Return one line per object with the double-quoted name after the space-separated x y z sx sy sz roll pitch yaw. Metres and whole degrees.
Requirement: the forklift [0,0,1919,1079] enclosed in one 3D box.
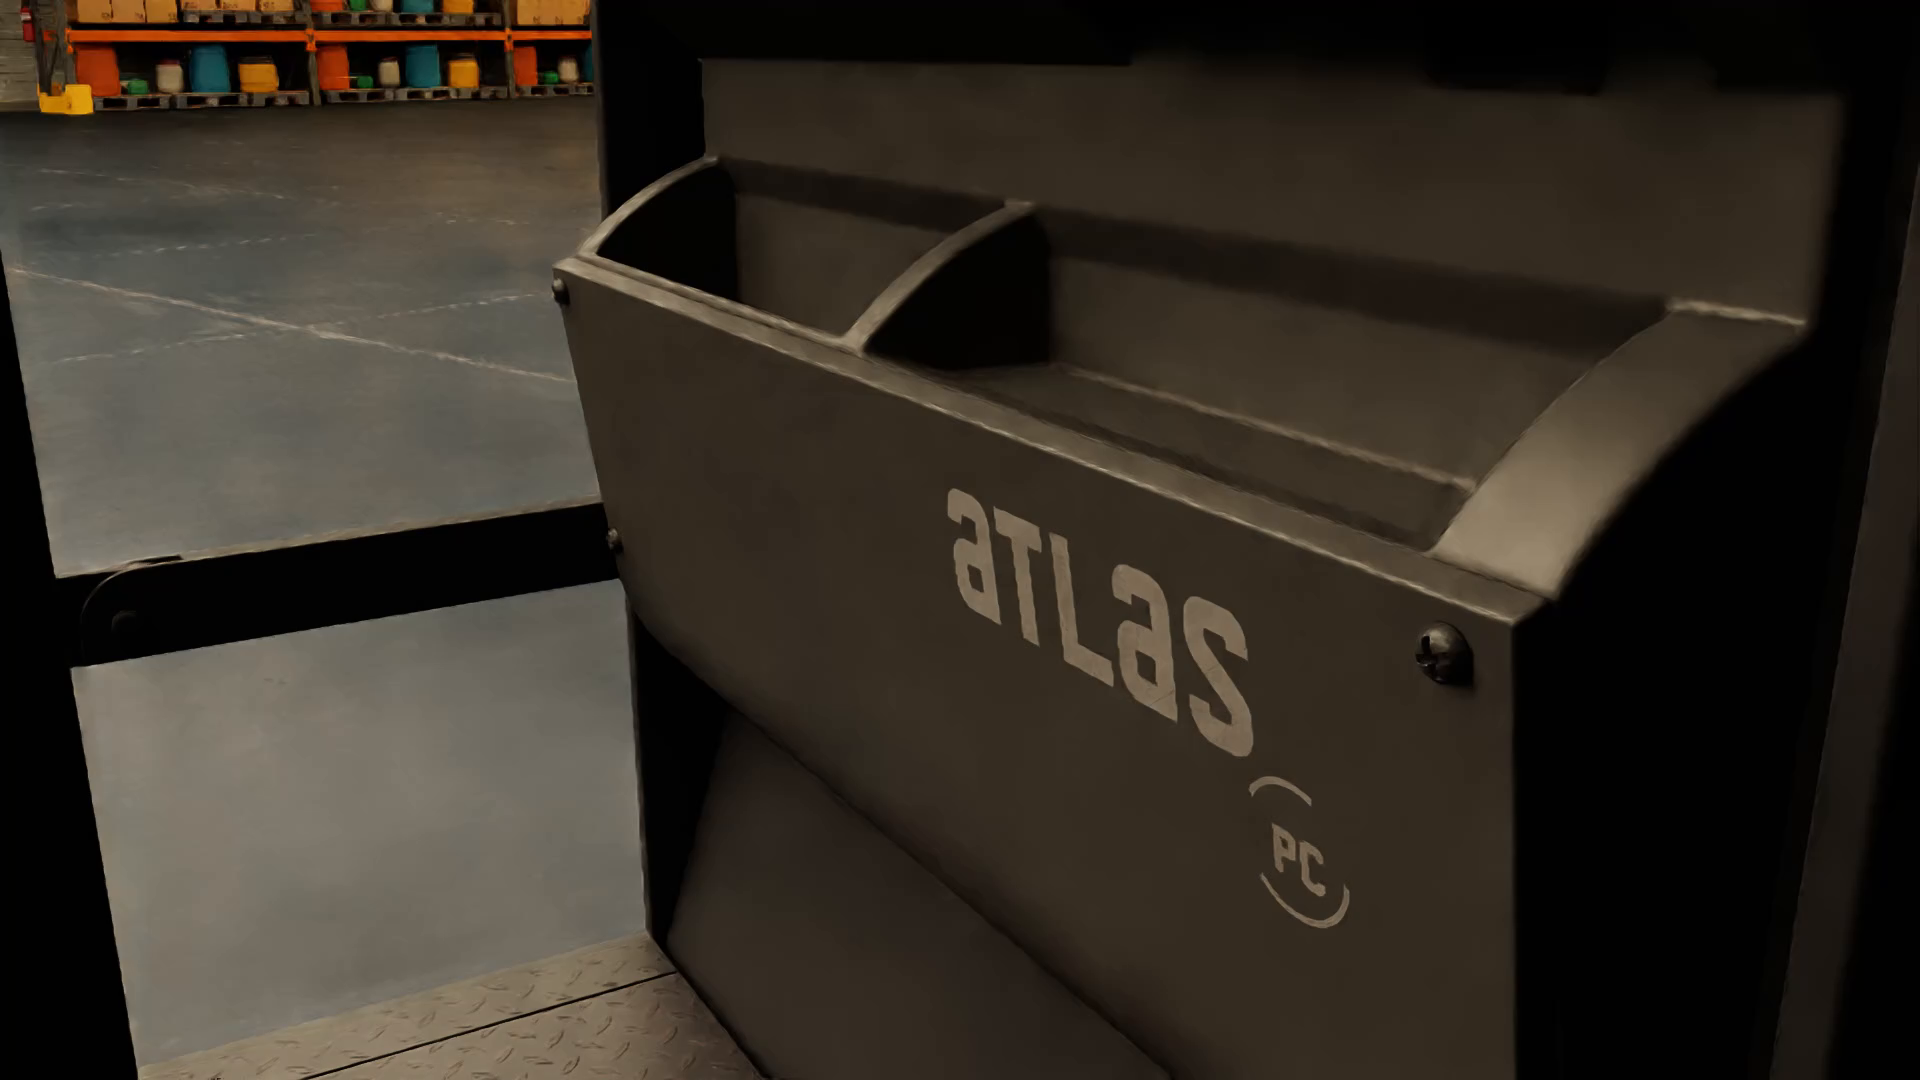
-0.188 -0.536 0.664 3.031 2.935 1.130 -10 19 -29 "forklift"
